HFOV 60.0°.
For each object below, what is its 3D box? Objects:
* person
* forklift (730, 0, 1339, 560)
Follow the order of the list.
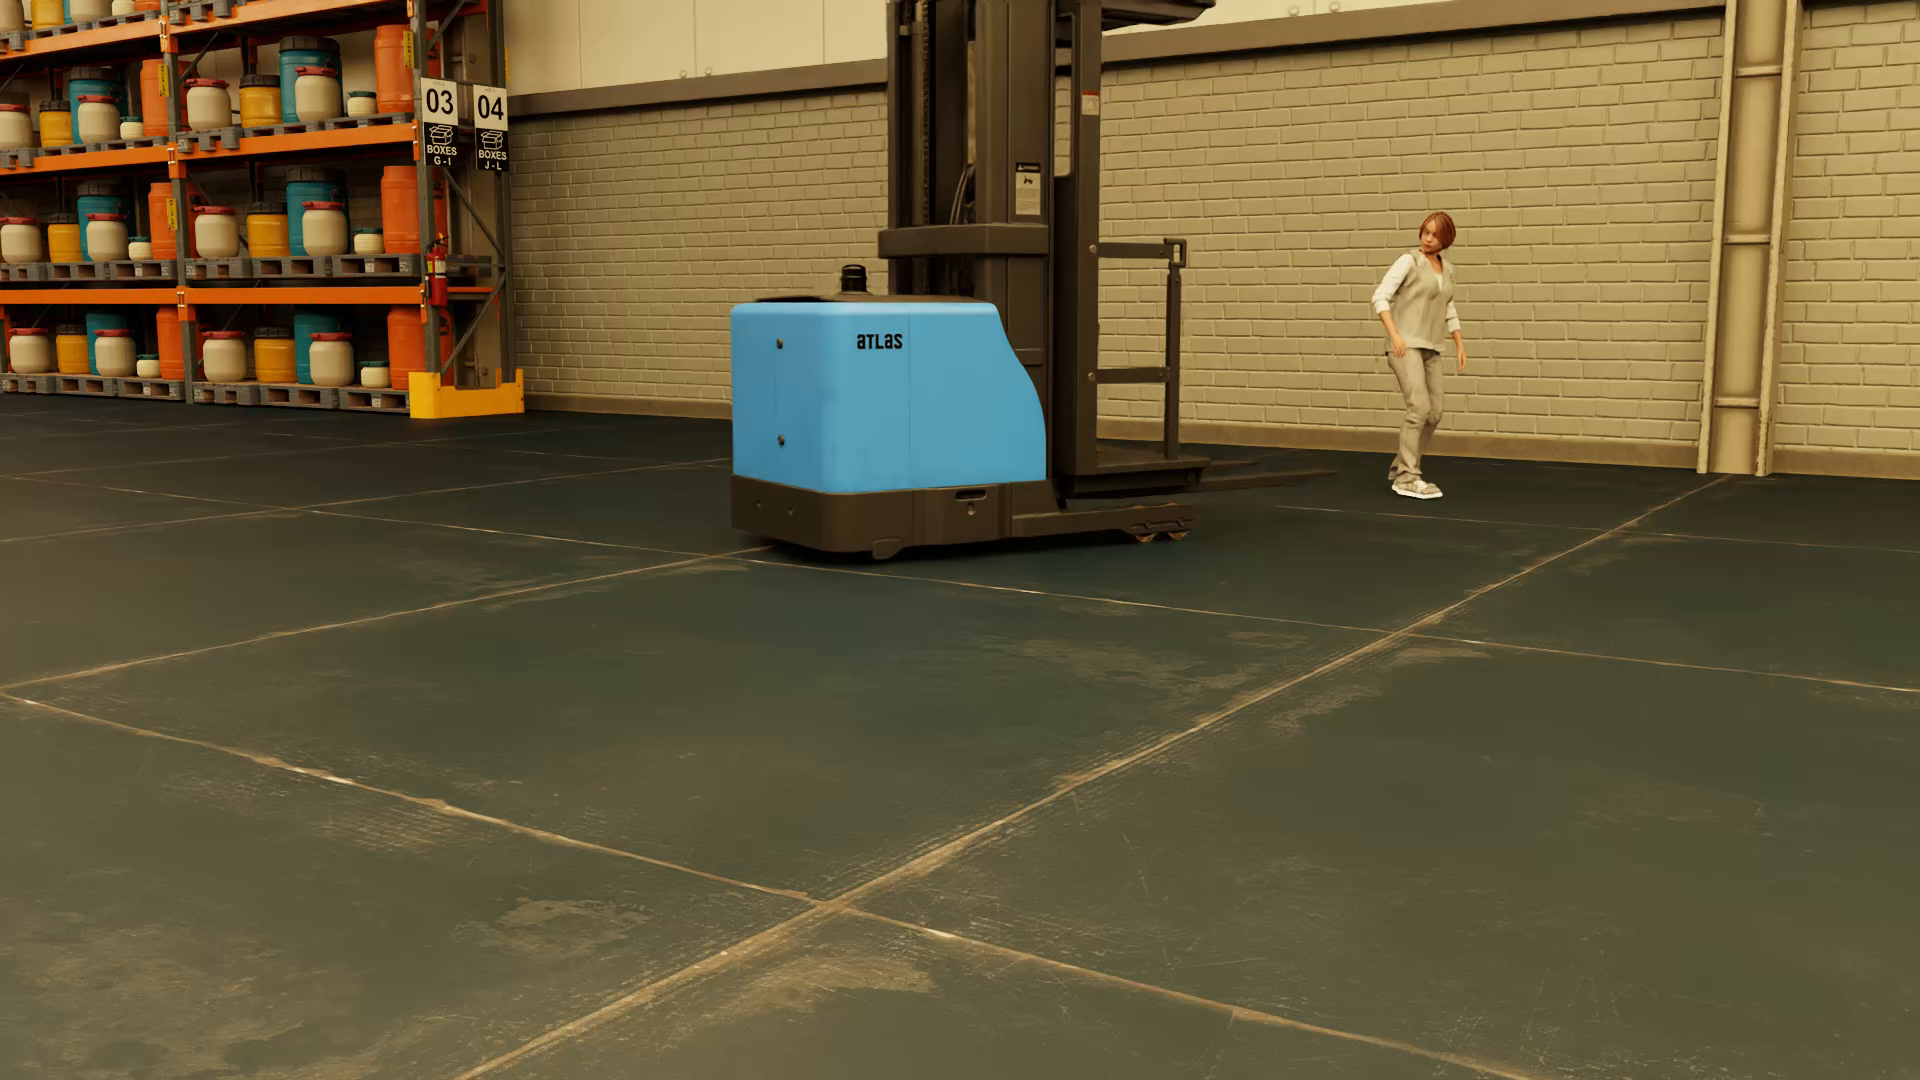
[{"bbox_3d":[2.611,-1.029,9.274,0.617,1.576,0.445,-7,10,-39],"label":"person"},{"bbox_3d":[0.478,-1.501,7.747,3.031,2.935,1.130,-5,10,-33],"label":"forklift"}]
